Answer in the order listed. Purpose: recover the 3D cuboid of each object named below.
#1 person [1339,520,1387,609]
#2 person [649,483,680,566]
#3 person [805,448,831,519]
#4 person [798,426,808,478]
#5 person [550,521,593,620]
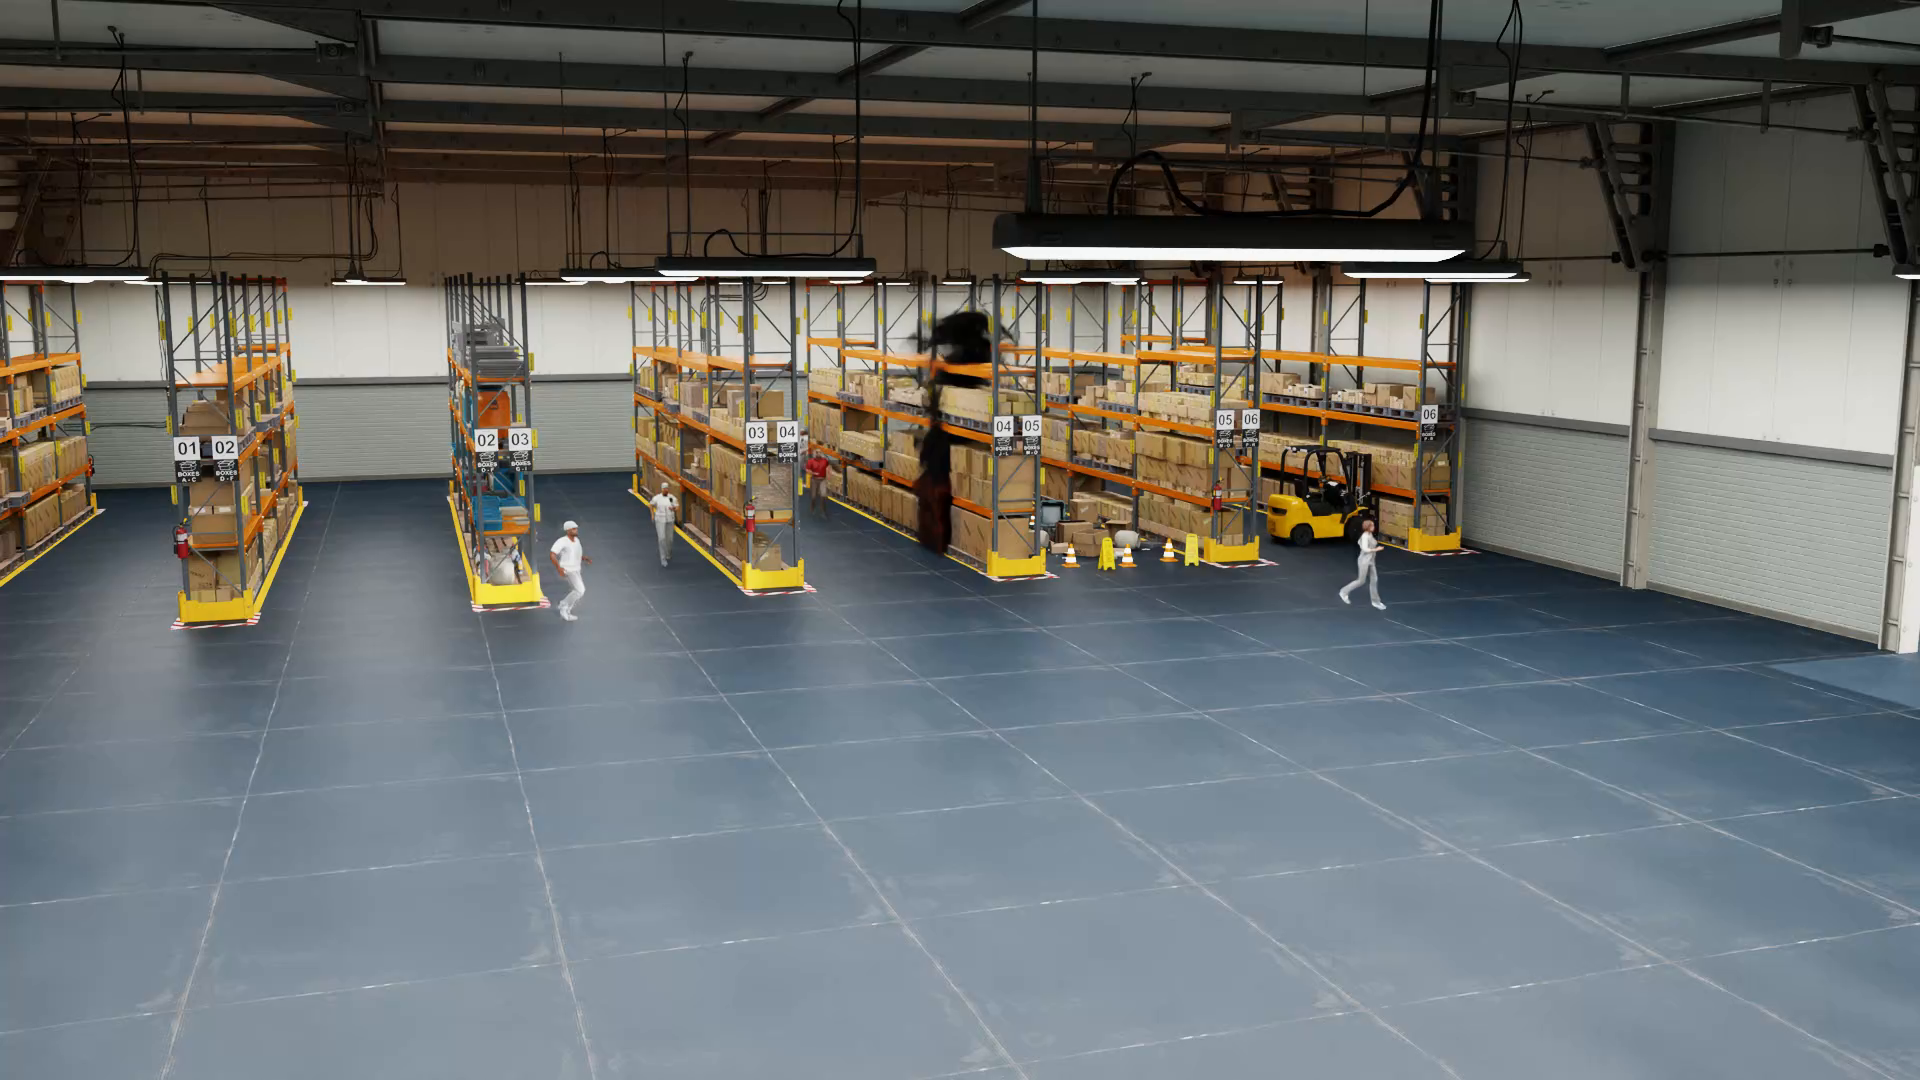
[{"bbox_3d":[7.259,0.425,29.832,0.859,1.597,0.565,5,10,28],"label":"person"},{"bbox_3d":[-6.184,-0.357,34.879,0.581,1.706,0.847,-3,9,-21],"label":"person"},{"bbox_3d":[-3.557,-1.399,41.781,0.683,1.819,0.783,-3,9,-17],"label":"person"},{"bbox_3d":[-4.611,-2.546,49.564,0.850,1.681,0.570,-3,9,-20],"label":"person"},{"bbox_3d":[-6.690,0.529,28.812,0.582,1.729,0.705,2,9,12],"label":"person"}]
